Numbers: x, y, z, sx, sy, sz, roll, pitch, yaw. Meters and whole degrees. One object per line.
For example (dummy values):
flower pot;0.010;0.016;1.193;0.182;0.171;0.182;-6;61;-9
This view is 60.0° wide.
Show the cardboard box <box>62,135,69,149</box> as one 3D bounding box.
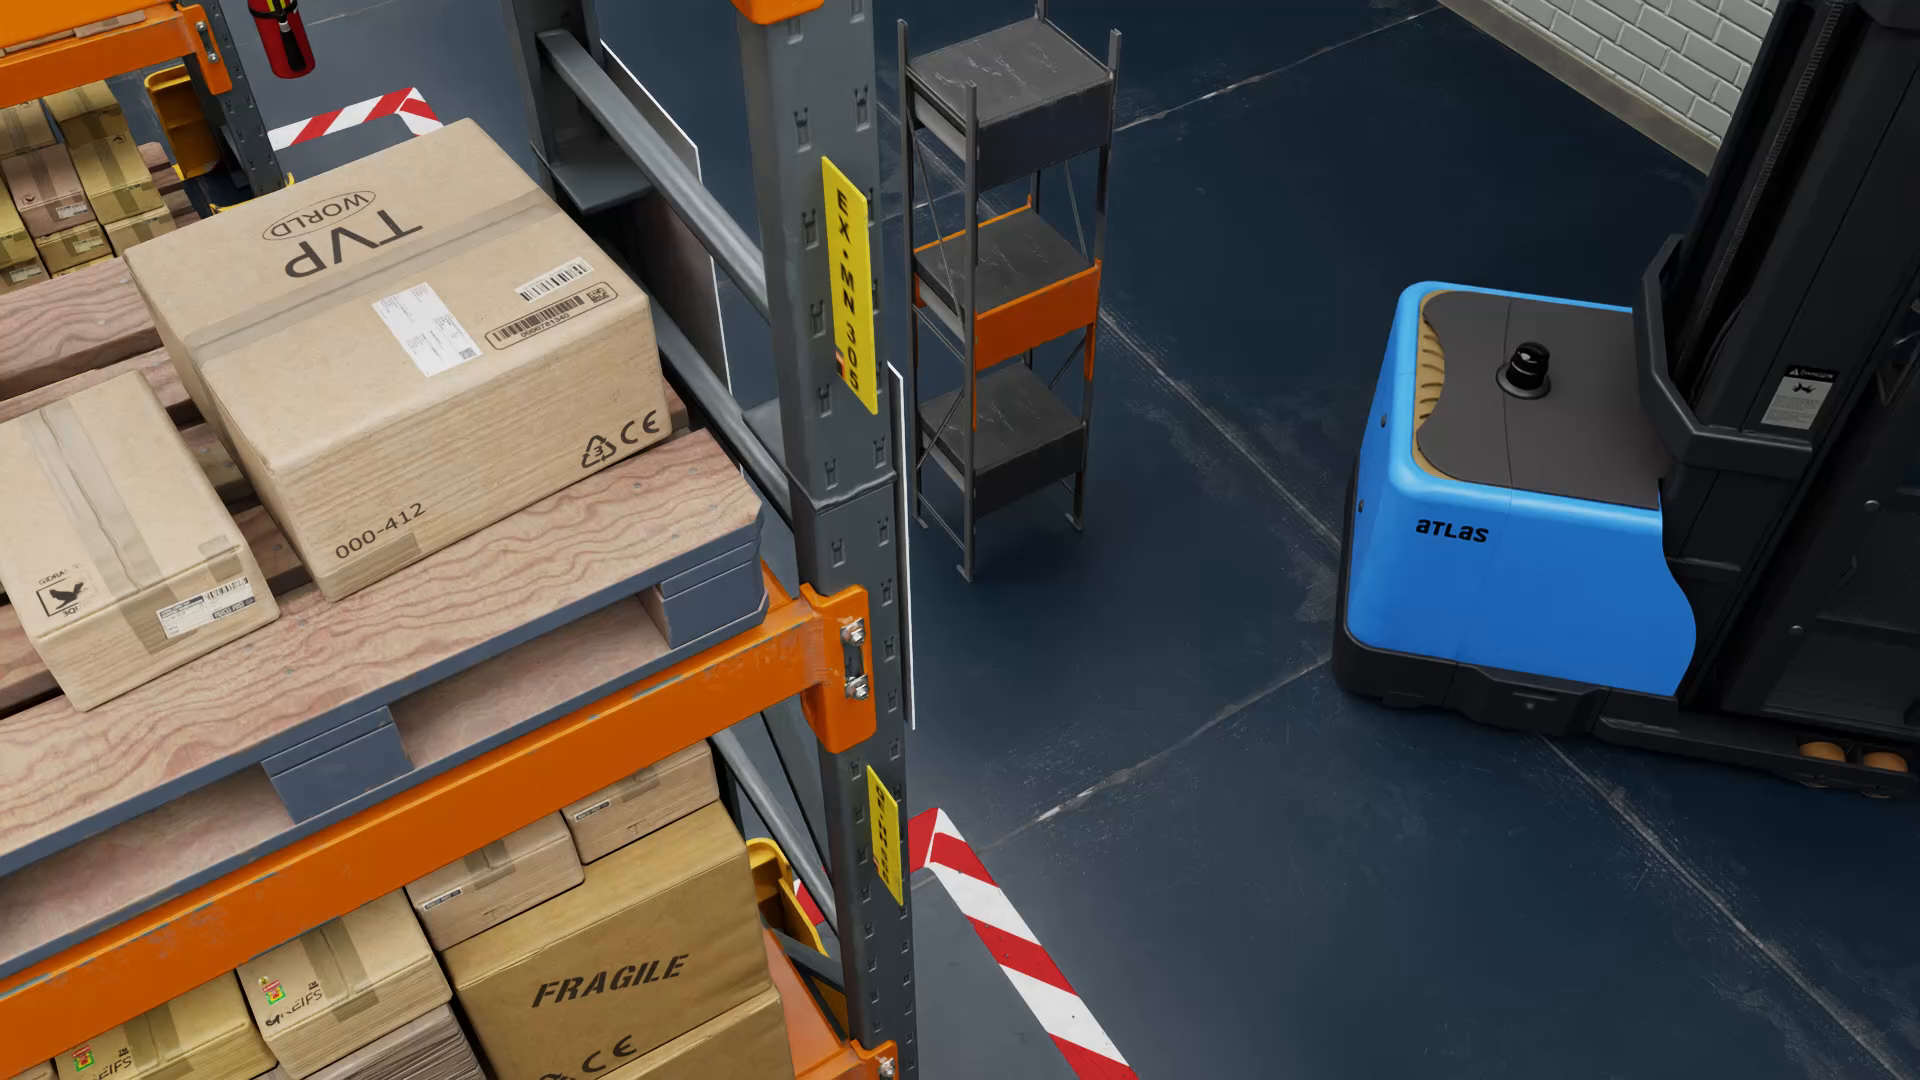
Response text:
cardboard box;-3.714;-1.705;7.189;0.250;0.149;0.380;-23;52;-19

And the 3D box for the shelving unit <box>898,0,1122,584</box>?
shelving unit;0.140;-0.764;5.525;0.503;2.100;0.431;-25;53;-21

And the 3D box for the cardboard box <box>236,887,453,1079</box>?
cardboard box;-0.979;0.585;2.550;0.250;0.149;0.380;-26;53;-21

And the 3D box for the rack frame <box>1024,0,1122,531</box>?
rack frame;0.346;-0.861;5.611;0.015;2.100;0.400;-25;53;-21

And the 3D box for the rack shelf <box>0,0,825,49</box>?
rack shelf;-2.099;-0.201;1.153;4.000;0.370;1.077;-25;53;-21

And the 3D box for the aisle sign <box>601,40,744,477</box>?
aisle sign;-0.501;-0.452;2.903;0.004;0.787;0.394;-25;53;-21

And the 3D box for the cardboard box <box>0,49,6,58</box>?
cardboard box;-3.694;-1.885;6.088;0.250;0.149;0.380;-26;53;-21

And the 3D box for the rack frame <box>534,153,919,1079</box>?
rack frame;-0.407;0.625;3.685;0.127;3.000;1.000;-25;53;-21

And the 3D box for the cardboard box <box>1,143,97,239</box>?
cardboard box;-3.690;-1.416;6.732;0.250;0.149;0.380;-24;53;-20

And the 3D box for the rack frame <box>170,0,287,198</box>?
rack frame;-3.134;-2.461;6.433;0.127;3.000;1.000;-25;53;-21

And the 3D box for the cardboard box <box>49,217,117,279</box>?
cardboard box;-3.632;-1.145;6.889;0.250;0.149;0.380;-24;52;-20

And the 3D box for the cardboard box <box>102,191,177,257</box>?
cardboard box;-3.428;-1.361;6.882;0.250;0.149;0.380;-27;53;-22

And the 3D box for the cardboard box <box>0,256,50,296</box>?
cardboard box;-3.867;-1.153;6.697;0.250;0.149;0.380;-27;54;-22

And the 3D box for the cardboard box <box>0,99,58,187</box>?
cardboard box;-3.928;-1.671;6.959;0.250;0.149;0.380;-24;53;-20

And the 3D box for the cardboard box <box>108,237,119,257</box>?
cardboard box;-3.468;-1.312;7.037;0.250;0.149;0.380;-24;53;-20

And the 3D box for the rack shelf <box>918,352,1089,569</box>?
rack shelf;0.140;-0.290;6.058;0.480;0.518;0.431;-25;53;-21

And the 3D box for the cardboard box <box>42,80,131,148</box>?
cardboard box;-3.759;-1.857;7.124;0.250;0.149;0.380;-27;54;-22

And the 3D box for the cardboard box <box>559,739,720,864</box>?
cardboard box;-0.604;0.313;2.792;0.250;0.149;0.380;-25;53;-20

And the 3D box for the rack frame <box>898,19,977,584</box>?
rack frame;-0.066;-0.667;5.438;0.015;2.100;0.400;-25;53;-21

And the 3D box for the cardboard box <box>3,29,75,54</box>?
cardboard box;-3.490;-1.994;6.185;0.250;0.149;0.380;-25;53;-21

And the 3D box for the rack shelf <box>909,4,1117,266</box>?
rack shelf;0.140;-1.221;5.012;0.480;0.518;0.431;-25;53;-21

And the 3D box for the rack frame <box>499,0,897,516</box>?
rack frame;-0.407;-1.370;1.445;0.127;3.000;1.000;-25;53;-21

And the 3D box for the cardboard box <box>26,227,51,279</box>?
cardboard box;-3.901;-1.094;6.844;0.250;0.149;0.380;-25;53;-21

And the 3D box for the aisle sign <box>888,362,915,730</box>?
aisle sign;-0.181;-0.073;2.565;0.004;0.787;0.394;-25;53;-21

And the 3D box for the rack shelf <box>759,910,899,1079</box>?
rack shelf;-2.099;1.661;3.244;4.000;0.370;1.077;-25;53;-21

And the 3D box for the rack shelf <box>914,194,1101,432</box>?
rack shelf;0.140;-0.755;5.535;0.480;0.518;0.431;-25;53;-21

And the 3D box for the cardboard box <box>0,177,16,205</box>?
cardboard box;-4.136;-1.478;6.987;0.250;0.149;0.380;-25;53;-20

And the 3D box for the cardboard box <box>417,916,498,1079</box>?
cardboard box;-1.107;1.141;3.158;0.500;0.500;0.500;-26;53;-22

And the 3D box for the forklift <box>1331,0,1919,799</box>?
forklift;2.857;-0.561;4.787;3.031;2.935;1.130;9;49;8

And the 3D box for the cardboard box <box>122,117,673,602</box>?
cardboard box;-0.740;-0.260;2.216;0.500;0.250;0.500;-30;55;-24

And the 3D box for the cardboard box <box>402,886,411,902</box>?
cardboard box;-1.399;0.481;3.077;0.500;0.500;0.500;-27;54;-22

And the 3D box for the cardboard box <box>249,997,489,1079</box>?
cardboard box;-1.115;0.828;2.767;0.500;0.500;0.500;-25;53;-21

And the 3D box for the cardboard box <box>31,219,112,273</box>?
cardboard box;-3.678;-1.291;6.820;0.250;0.149;0.380;-26;53;-22

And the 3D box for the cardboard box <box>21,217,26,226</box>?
cardboard box;-4.132;-1.387;7.104;0.250;0.149;0.380;-25;53;-20

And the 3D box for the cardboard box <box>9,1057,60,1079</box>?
cardboard box;-1.473;0.719;2.430;0.250;0.149;0.380;-26;53;-21

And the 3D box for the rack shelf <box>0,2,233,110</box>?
rack shelf;-4.826;-1.425;5.992;4.000;0.370;1.077;-25;53;-21

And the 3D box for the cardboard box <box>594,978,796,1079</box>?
cardboard box;-0.674;0.951;3.328;0.500;0.500;0.500;-25;53;-21

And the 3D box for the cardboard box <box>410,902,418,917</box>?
cardboard box;-1.380;0.821;3.444;0.500;0.500;0.500;-26;53;-21

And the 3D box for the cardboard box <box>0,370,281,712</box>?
cardboard box;-1.052;-0.008;2.060;0.250;0.149;0.380;-29;54;-23

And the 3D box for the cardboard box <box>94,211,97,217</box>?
cardboard box;-3.926;-1.490;7.196;0.250;0.149;0.380;-25;53;-21

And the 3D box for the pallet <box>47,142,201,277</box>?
pallet;-3.904;-1.202;7.179;1.213;0.211;1.003;-25;53;-21

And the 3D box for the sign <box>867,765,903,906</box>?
sign;-0.130;0.509;2.854;0.005;0.325;0.100;-25;53;-21

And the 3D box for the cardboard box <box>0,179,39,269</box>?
cardboard box;-3.841;-1.233;6.568;0.250;0.149;0.380;-26;53;-22

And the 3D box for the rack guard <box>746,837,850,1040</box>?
rack guard;-0.387;1.446;4.627;0.348;0.500;1.175;-25;53;-21

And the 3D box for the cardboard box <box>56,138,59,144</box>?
cardboard box;-3.976;-1.632;7.123;0.250;0.149;0.380;-25;53;-21

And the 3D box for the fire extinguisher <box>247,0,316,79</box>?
fire extinguisher;-2.675;-2.121;6.431;0.183;0.674;0.296;-25;53;-21

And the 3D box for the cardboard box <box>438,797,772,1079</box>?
cardboard box;-0.688;0.601;2.969;0.500;0.500;0.500;-24;52;-20

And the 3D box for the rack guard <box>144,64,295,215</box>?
rack guard;-3.198;-1.600;7.340;0.348;0.500;1.175;-25;53;-21

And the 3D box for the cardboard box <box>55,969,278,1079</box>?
cardboard box;-1.214;0.659;2.483;0.250;0.149;0.380;-24;53;-20

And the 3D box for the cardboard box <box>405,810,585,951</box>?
cardboard box;-0.806;0.429;2.688;0.250;0.149;0.380;-24;53;-20

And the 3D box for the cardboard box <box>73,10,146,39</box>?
cardboard box;-3.259;-2.069;6.253;0.250;0.149;0.380;-25;53;-21

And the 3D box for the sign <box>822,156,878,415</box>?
sign;-0.130;-0.293;1.954;0.005;0.325;0.100;-25;53;-21

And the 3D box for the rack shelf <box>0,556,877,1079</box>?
rack shelf;-2.099;0.663;2.124;4.000;0.370;1.077;-25;53;-21

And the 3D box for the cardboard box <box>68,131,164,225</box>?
cardboard box;-3.447;-1.480;6.789;0.250;0.149;0.380;-25;53;-20

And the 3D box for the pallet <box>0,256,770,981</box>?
pallet;-1.029;-0.041;2.329;1.213;0.211;1.003;-25;53;-21
